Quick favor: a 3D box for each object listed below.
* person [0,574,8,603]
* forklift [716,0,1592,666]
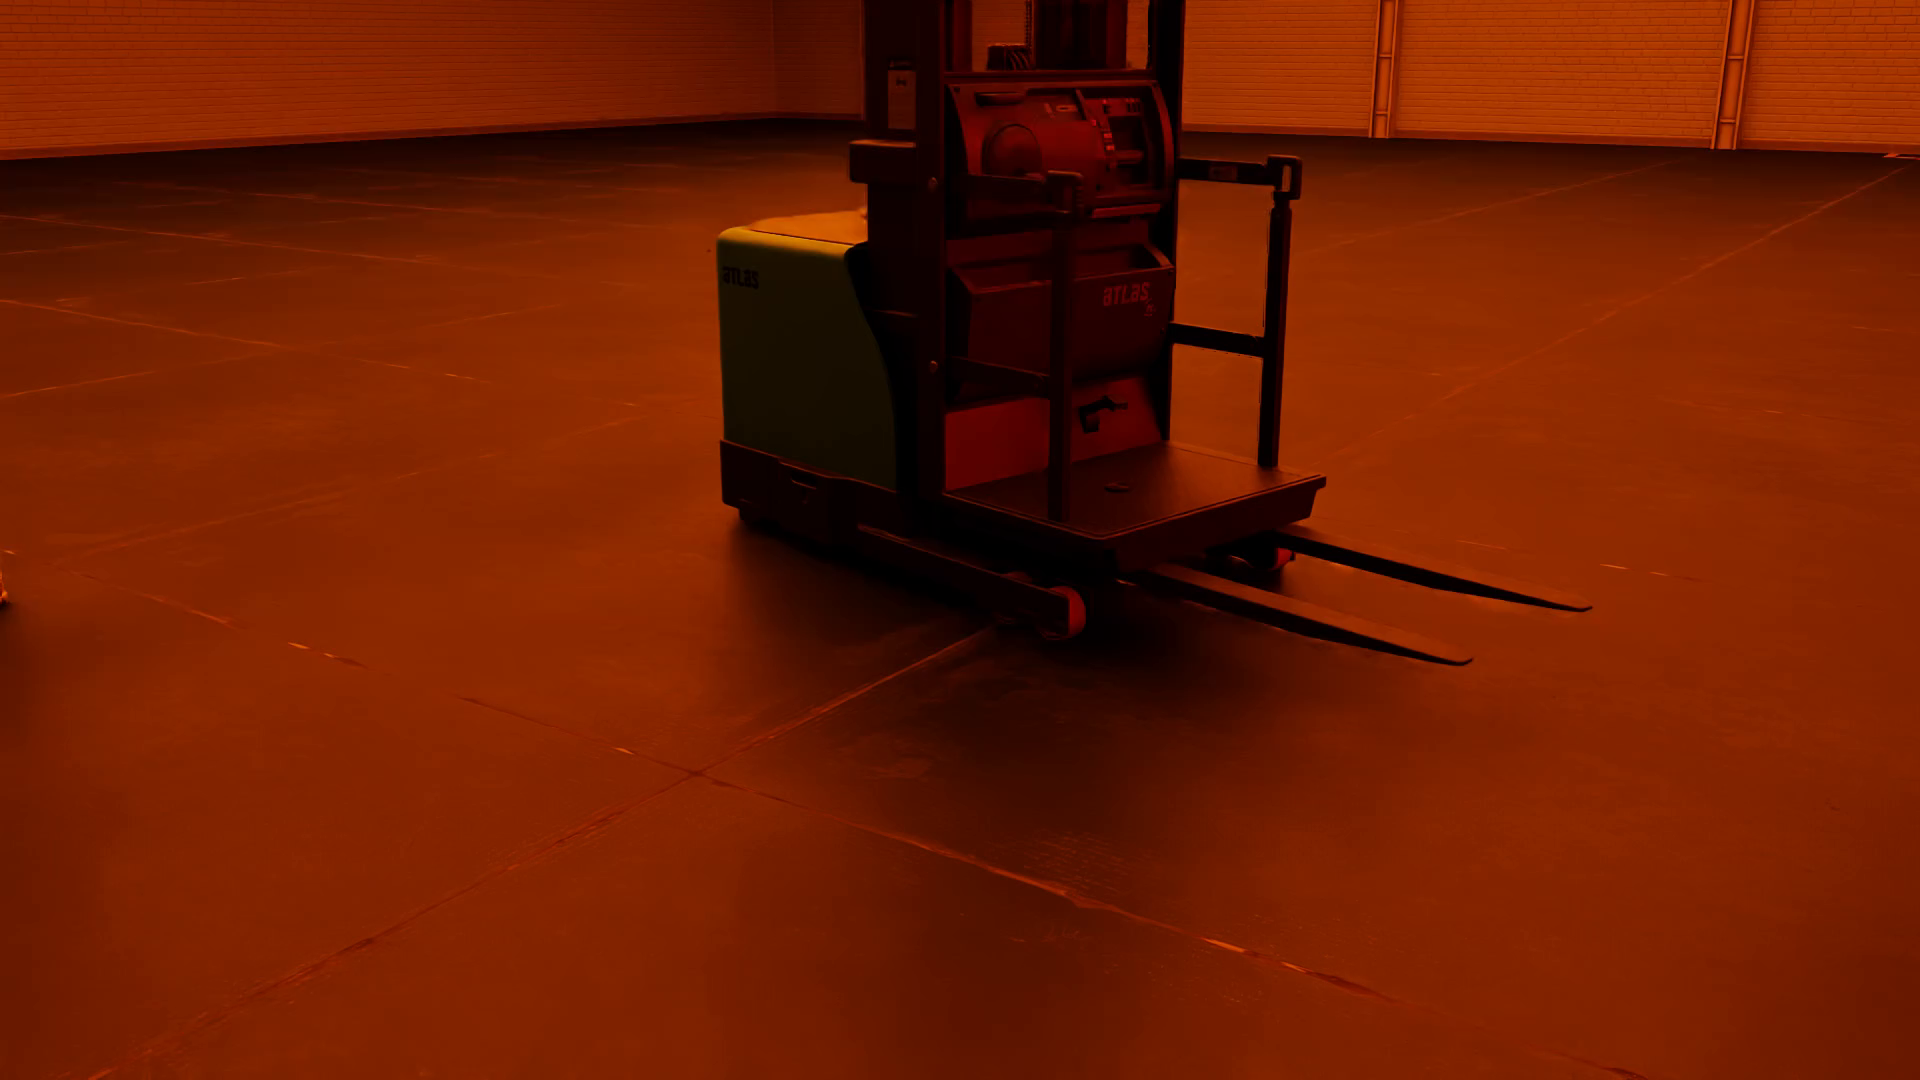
[{"bbox_3d":[-3.147,-0.572,4.844,0.478,1.762,0.600,-4,17,-14],"label":"person"},{"bbox_3d":[0.476,-1.267,5.071,1.130,2.935,3.031,-15,22,-40],"label":"forklift"}]
